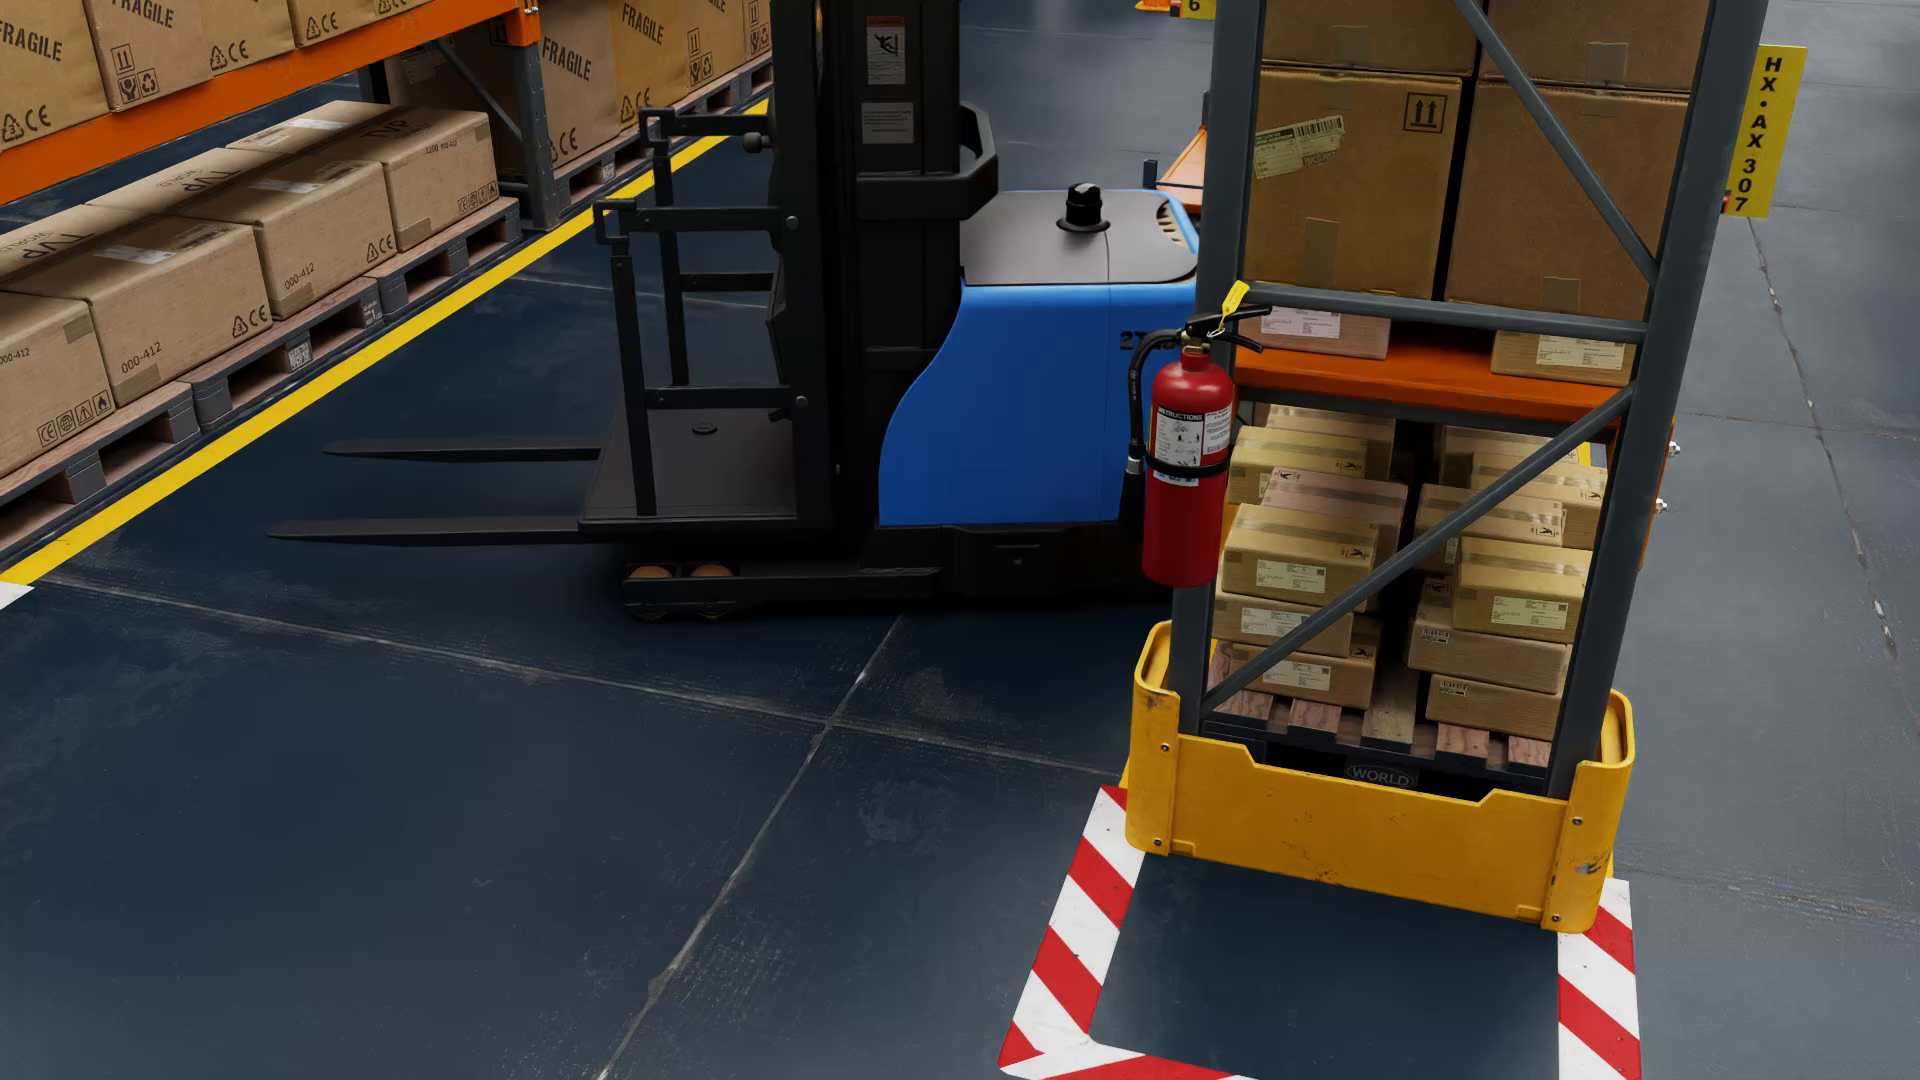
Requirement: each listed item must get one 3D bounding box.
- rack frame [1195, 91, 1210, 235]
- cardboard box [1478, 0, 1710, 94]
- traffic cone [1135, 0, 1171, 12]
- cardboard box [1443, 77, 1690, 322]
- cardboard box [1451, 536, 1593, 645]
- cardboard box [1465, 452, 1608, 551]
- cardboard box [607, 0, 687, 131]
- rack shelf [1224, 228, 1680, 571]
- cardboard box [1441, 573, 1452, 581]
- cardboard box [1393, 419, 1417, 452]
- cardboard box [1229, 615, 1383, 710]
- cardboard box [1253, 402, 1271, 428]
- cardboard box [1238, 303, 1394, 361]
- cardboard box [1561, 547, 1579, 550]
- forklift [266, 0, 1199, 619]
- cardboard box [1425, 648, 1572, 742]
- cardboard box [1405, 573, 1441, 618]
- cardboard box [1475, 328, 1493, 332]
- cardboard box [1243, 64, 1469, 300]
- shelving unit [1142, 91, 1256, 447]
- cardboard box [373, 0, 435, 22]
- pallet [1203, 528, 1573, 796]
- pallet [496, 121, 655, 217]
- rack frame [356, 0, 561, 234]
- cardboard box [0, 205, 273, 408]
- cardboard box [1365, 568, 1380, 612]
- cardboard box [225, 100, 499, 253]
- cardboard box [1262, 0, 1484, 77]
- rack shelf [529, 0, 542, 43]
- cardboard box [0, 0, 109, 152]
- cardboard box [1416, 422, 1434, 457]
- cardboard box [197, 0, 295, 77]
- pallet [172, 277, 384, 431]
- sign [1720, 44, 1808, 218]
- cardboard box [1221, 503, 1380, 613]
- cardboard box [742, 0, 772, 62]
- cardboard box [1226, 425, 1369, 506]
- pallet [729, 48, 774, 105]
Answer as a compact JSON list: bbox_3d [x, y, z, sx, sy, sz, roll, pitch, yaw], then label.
[{"bbox_3d":[1.217,-1.269,6.873,0.500,1.125,0.032,10,30,17],"label":"rack frame"},{"bbox_3d":[1.388,-1.256,3.486,0.500,0.500,0.500,8,30,15],"label":"cardboard box"},{"bbox_3d":[1.609,-4.549,13.451,0.336,0.463,0.334,8,30,15],"label":"traffic cone"},{"bbox_3d":[1.399,-0.818,3.726,0.500,0.500,0.500,10,31,17],"label":"cardboard box"},{"bbox_3d":[1.481,0.132,4.315,0.380,0.149,0.250,7,30,13],"label":"cardboard box"},{"bbox_3d":[1.644,-0.112,4.754,0.380,0.149,0.250,8,30,15],"label":"cardboard box"},{"bbox_3d":[-2.222,-2.969,9.755,0.875,0.875,0.875,9,30,16],"label":"cardboard box"},{"bbox_3d":[1.590,-1.090,5.364,1.077,0.370,4.000,8,30,15],"label":"rack shelf"},{"bbox_3d":[1.536,0.131,4.623,0.380,0.149,0.250,8,30,15],"label":"cardboard box"},{"bbox_3d":[1.417,-0.407,5.896,0.380,0.149,0.250,9,30,16],"label":"cardboard box"},{"bbox_3d":[0.958,0.313,4.603,0.380,0.149,0.250,9,30,16],"label":"cardboard box"},{"bbox_3d":[1.161,-0.446,5.355,0.380,0.149,0.250,10,31,17],"label":"cardboard box"},{"bbox_3d":[0.828,-0.557,3.924,0.380,0.149,0.250,9,30,15],"label":"cardboard box"},{"bbox_3d":[1.703,-0.099,5.037,0.380,0.149,0.250,9,30,16],"label":"cardboard box"},{"bbox_3d":[-0.724,-1.293,5.059,3.031,2.935,1.130,-1,29,-2],"label":"forklift"},{"bbox_3d":[1.463,0.389,4.465,0.380,0.149,0.250,9,30,16],"label":"cardboard box"},{"bbox_3d":[1.527,0.140,4.914,0.380,0.149,0.250,9,30,15],"label":"cardboard box"},{"bbox_3d":[1.446,-0.593,3.989,0.380,0.149,0.250,10,30,17],"label":"cardboard box"},{"bbox_3d":[0.889,-0.894,3.863,0.500,0.500,0.500,9,30,16],"label":"cardboard box"},{"bbox_3d":[1.051,-1.035,6.453,0.538,1.125,1.048,10,30,17],"label":"shelving unit"},{"bbox_3d":[-2.622,-2.545,7.137,0.500,0.500,0.500,8,30,14],"label":"cardboard box"},{"bbox_3d":[1.297,0.336,4.929,1.003,0.211,1.213,8,30,15],"label":"pallet"},{"bbox_3d":[-2.430,-2.144,9.387,1.003,0.211,1.213,8,30,15],"label":"pallet"},{"bbox_3d":[-2.585,-2.993,8.045,1.000,3.000,0.127,8,30,15],"label":"rack frame"},{"bbox_3d":[-3.400,-0.946,6.568,0.875,0.438,0.875,9,30,16],"label":"cardboard box"},{"bbox_3d":[1.013,0.057,4.756,0.380,0.149,0.250,8,30,14],"label":"cardboard box"},{"bbox_3d":[-2.872,-1.781,8.069,0.875,0.438,0.875,8,30,14],"label":"cardboard box"},{"bbox_3d":[0.899,-1.334,3.625,0.500,0.500,0.500,8,30,14],"label":"cardboard box"},{"bbox_3d":[-1.998,-3.608,9.891,1.077,0.370,4.000,8,30,15],"label":"rack shelf"},{"bbox_3d":[-3.222,-1.599,5.436,0.500,0.500,0.500,8,30,14],"label":"cardboard box"},{"bbox_3d":[1.730,-0.368,5.520,0.380,0.149,0.250,10,31,17],"label":"cardboard box"},{"bbox_3d":[-2.924,-2.068,6.279,0.500,0.500,0.500,10,30,17],"label":"cardboard box"},{"bbox_3d":[-3.239,-0.864,7.086,1.003,0.211,1.213,8,30,15],"label":"pallet"},{"bbox_3d":[1.521,-0.776,3.169,0.100,0.325,0.005,8,30,15],"label":"sign"},{"bbox_3d":[0.916,0.045,4.472,0.380,0.149,0.250,9,30,15],"label":"cardboard box"},{"bbox_3d":[-1.693,-3.798,11.246,0.875,0.875,0.875,8,30,14],"label":"cardboard box"},{"bbox_3d":[0.999,-0.202,4.916,0.380,0.149,0.250,8,30,14],"label":"cardboard box"},{"bbox_3d":[-1.714,-3.278,11.425,1.003,0.211,1.213,8,30,15],"label":"pallet"}]
